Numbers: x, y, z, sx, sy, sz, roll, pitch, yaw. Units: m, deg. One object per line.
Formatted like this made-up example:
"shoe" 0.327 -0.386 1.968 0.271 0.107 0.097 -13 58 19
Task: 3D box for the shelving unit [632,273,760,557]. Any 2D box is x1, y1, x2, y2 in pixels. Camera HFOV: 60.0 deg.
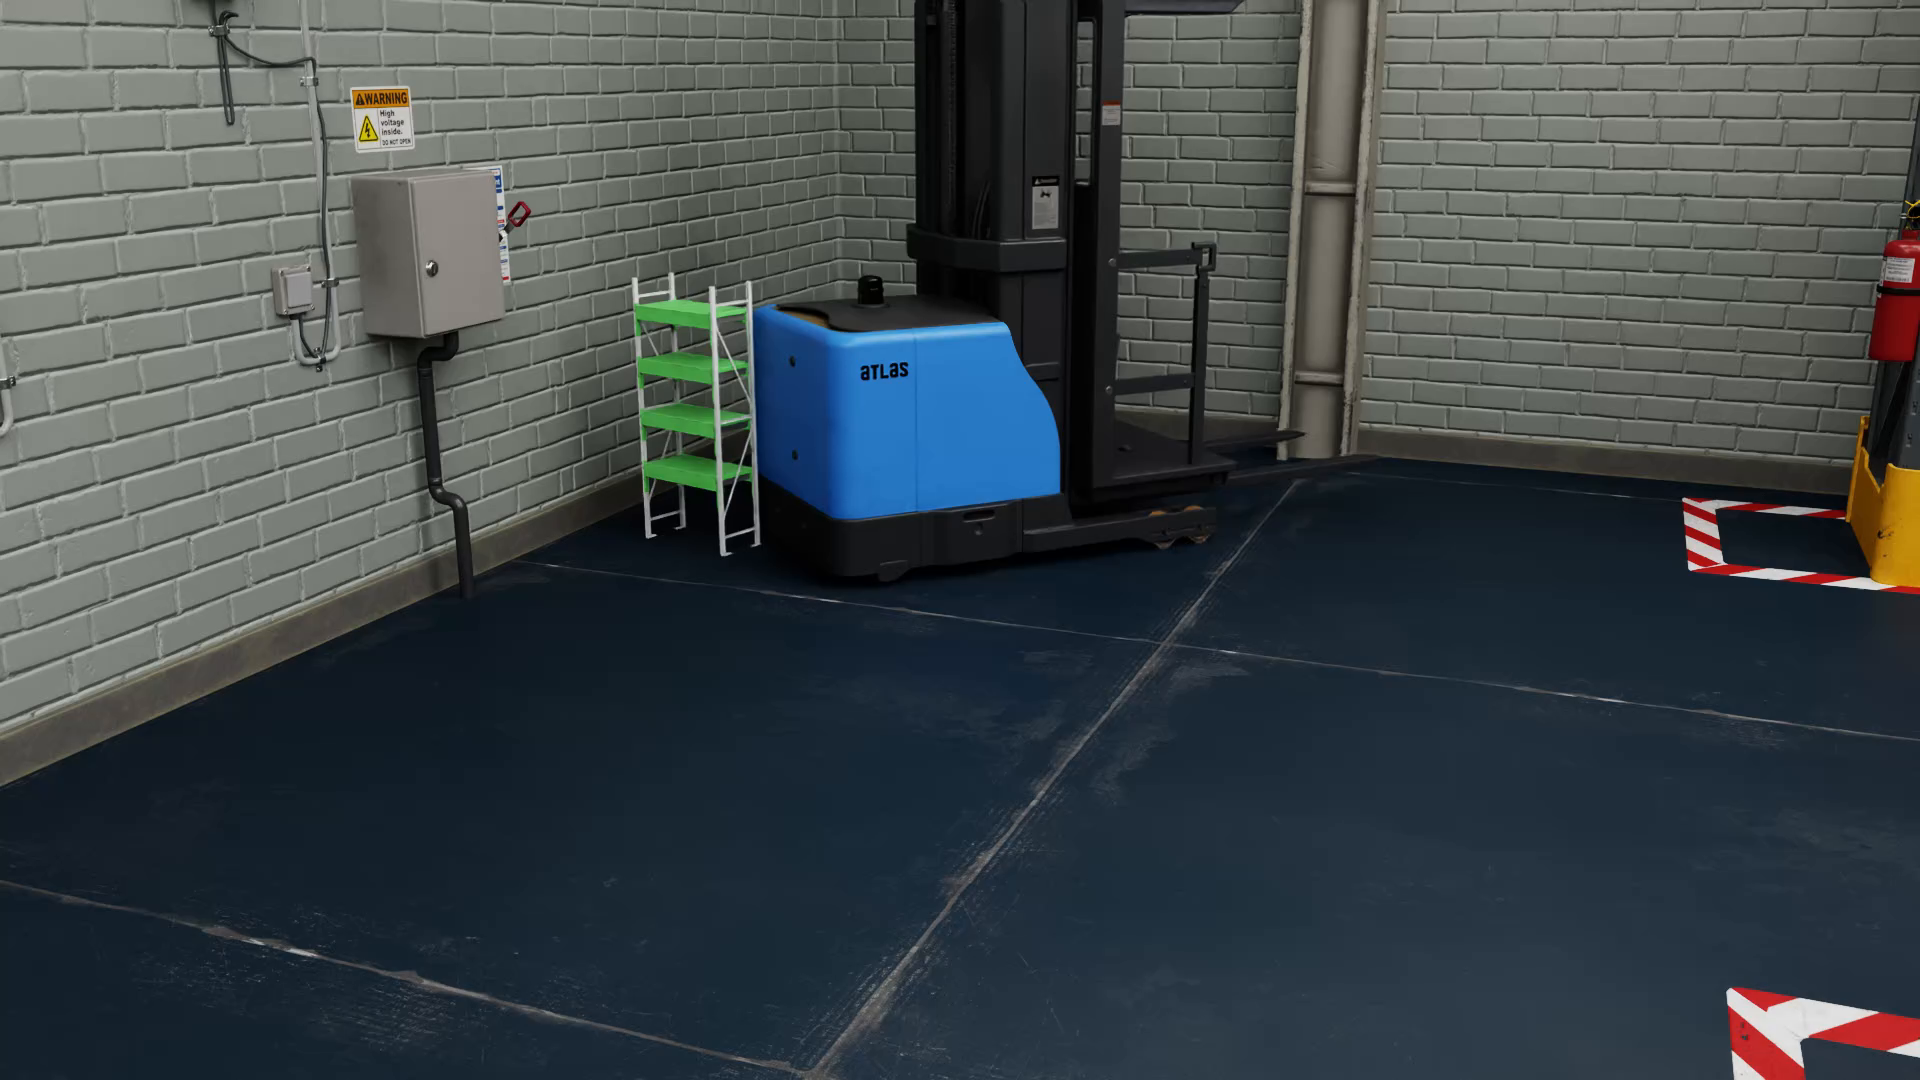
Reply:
"shelving unit" -1.184 -0.570 7.484 0.503 1.200 0.258 12 20 36

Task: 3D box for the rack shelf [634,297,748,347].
"rack shelf" -1.184 -0.969 7.368 0.480 0.148 0.258 12 20 36

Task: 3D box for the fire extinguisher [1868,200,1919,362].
"fire extinguisher" 3.862 -1.076 6.808 0.183 0.674 0.296 6 17 21

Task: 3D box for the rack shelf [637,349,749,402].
"rack shelf" -1.184 -0.739 7.435 0.480 0.148 0.258 12 20 36

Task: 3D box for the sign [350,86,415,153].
"sign" -2.209 -1.614 6.370 0.001 0.242 0.339 6 17 21

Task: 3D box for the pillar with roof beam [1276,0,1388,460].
"pillar with roof beam" 0.412 -3.671 4.179 0.400 9.000 9.100 6 17 21

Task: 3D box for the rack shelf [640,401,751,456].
"rack shelf" -1.184 -0.508 7.502 0.480 0.148 0.258 12 20 36

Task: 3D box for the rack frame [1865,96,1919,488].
"rack frame" 4.169 -1.397 7.106 0.127 3.000 1.000 6 17 21

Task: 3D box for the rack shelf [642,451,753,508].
"rack shelf" -1.184 -0.278 7.569 0.480 0.148 0.258 12 20 36

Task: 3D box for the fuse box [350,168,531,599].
"fuse box" -1.996 -0.591 6.641 0.414 1.711 0.539 6 17 21

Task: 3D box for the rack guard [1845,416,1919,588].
"rack guard" 4.240 -0.189 7.428 0.348 0.500 1.175 6 17 21

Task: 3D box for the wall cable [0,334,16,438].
"wall cable" -2.903 -1.183 4.491 0.123 1.953 0.585 6 17 21

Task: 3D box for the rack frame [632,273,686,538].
"rack frame" -1.377 -0.611 7.627 0.015 1.200 0.240 12 20 36

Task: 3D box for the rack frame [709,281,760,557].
"rack frame" -0.991 -0.528 7.341 0.015 1.200 0.240 12 20 36

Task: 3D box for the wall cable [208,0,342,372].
"wall cable" -2.393 -1.537 5.766 0.122 1.984 0.588 6 17 21

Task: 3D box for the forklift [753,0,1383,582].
"forklift" 0.610 -1.497 7.573 3.031 2.935 1.130 -8 18 -26

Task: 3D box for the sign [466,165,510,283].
"sign" -2.008 -1.314 6.989 0.001 0.494 0.329 6 17 21
